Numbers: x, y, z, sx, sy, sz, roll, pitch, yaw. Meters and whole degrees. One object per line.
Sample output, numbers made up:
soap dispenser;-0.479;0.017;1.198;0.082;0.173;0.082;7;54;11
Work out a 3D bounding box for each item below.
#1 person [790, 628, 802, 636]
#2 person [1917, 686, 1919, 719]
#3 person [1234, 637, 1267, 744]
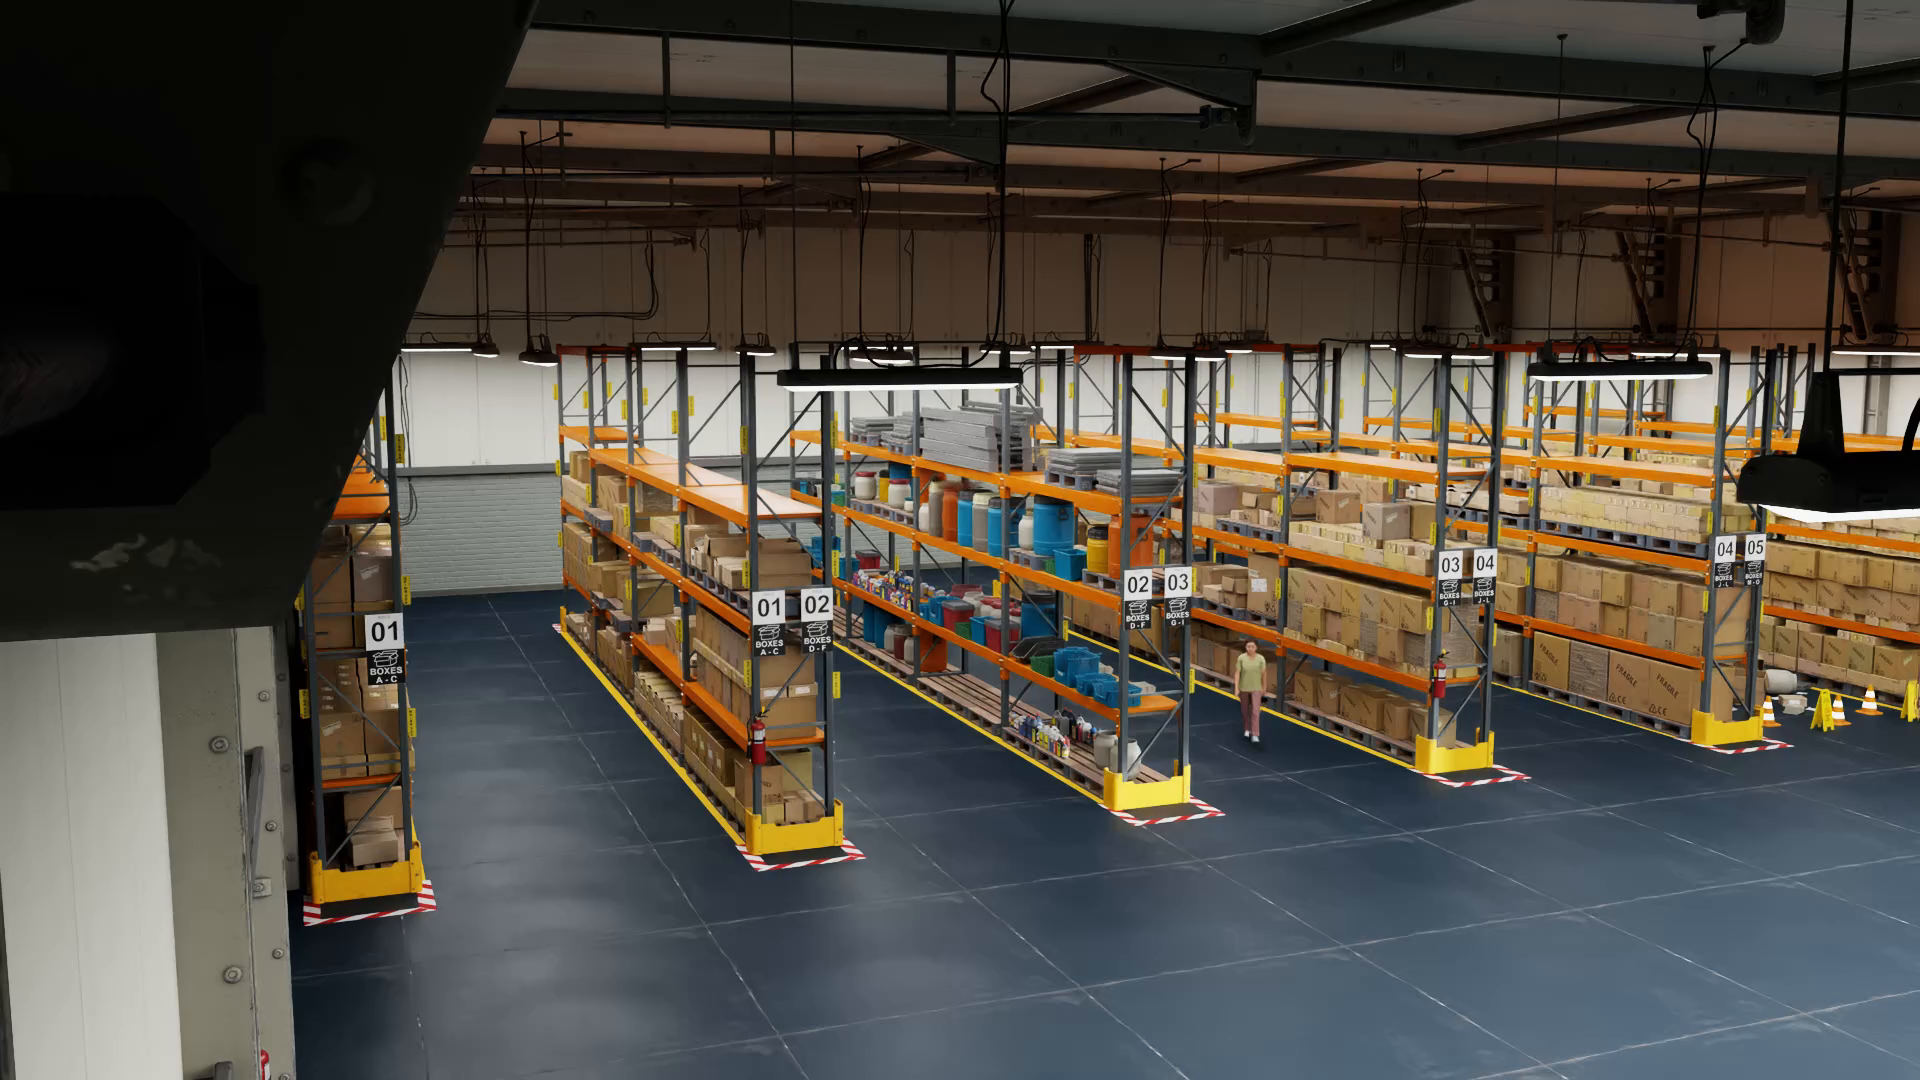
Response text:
person;-2.901;1.623;30.591;0.720;1.688;0.643;-1;7;-10
person;14.037;2.430;23.788;0.615;1.743;0.907;4;8;27
person;4.422;2.291;25.405;0.471;1.613;1.072;2;8;17
